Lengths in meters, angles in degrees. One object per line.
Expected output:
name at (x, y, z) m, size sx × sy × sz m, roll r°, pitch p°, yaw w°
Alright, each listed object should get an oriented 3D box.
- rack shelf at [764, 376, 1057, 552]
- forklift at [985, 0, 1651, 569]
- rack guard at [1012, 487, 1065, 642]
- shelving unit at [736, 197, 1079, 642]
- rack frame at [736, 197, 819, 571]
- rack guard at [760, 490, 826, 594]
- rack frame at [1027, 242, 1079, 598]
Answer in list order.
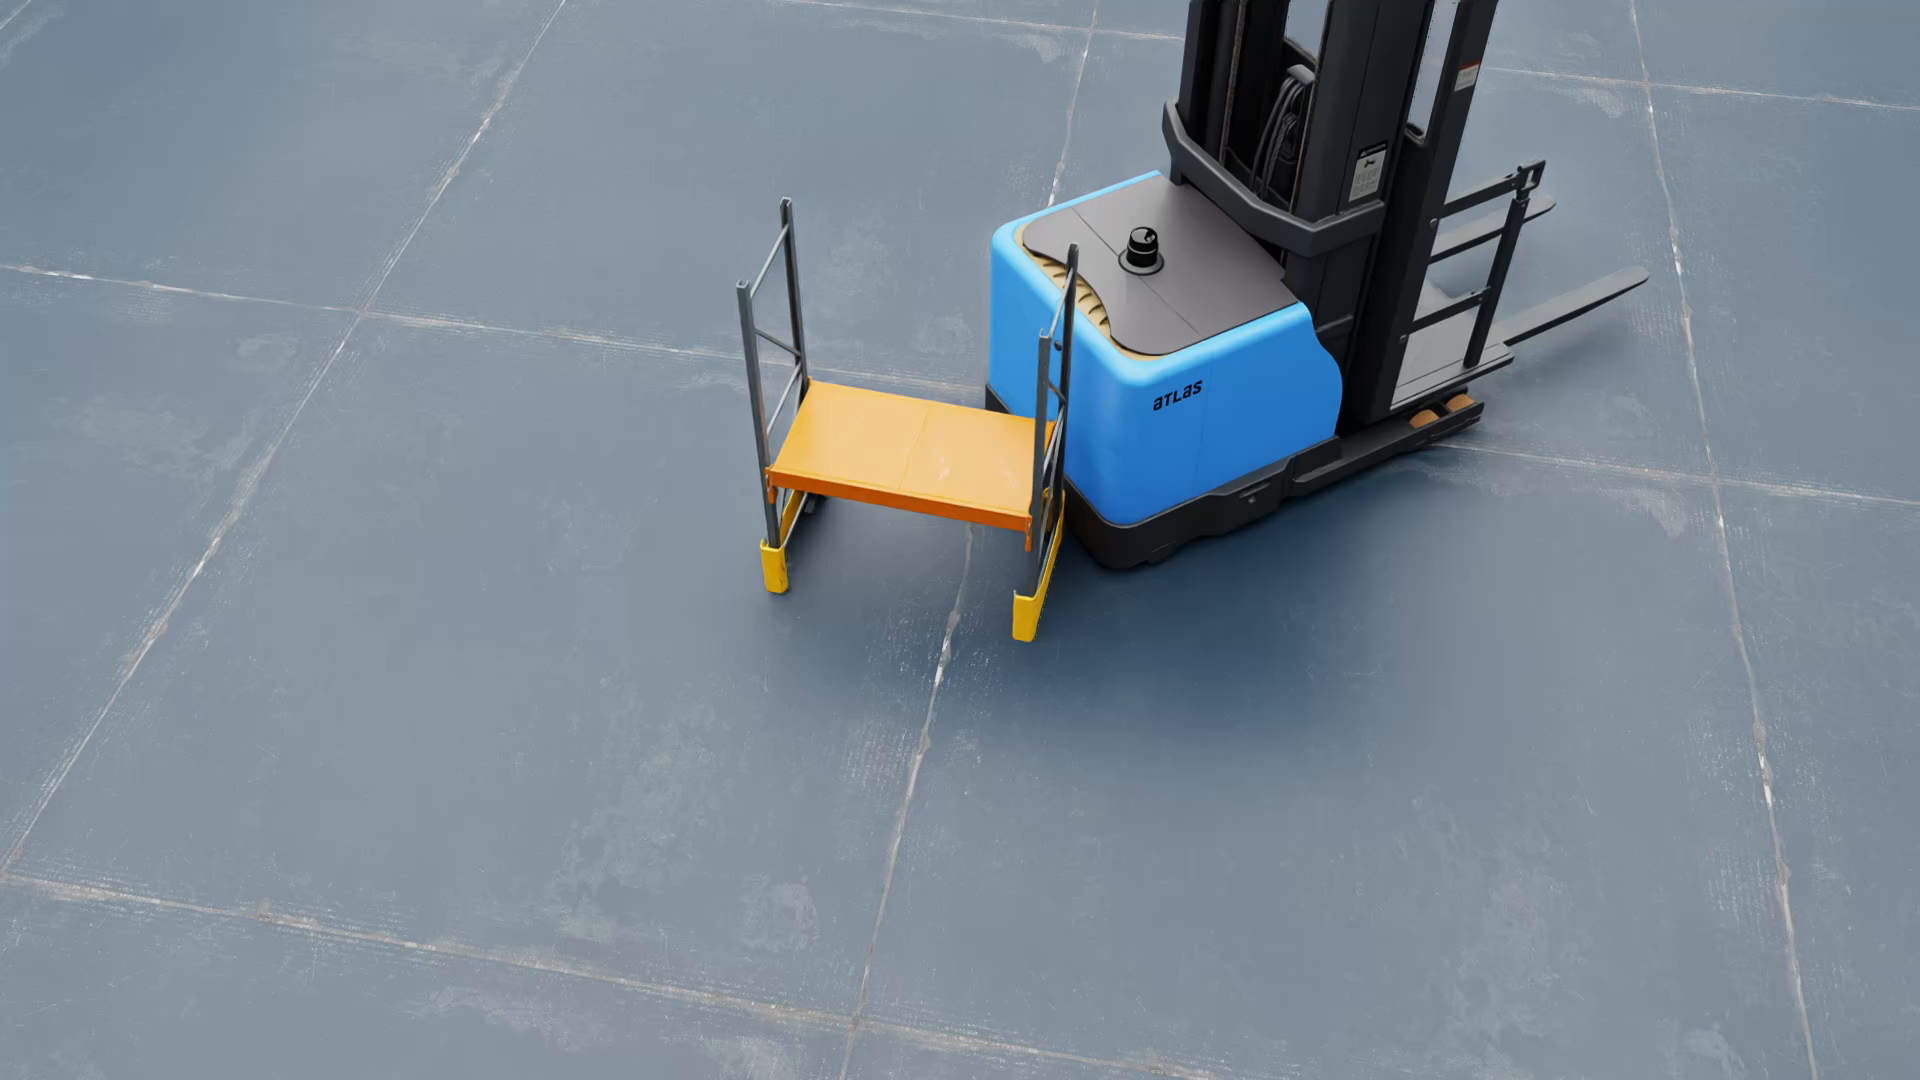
rack shelf at (-0.167, -0.294, 6.220) m, size 1.000 × 0.185 × 0.538 m, roll 11°, pitch 49°, yaw 9°
forklift at (1.641, -1.687, 6.268) m, size 3.031 × 2.935 × 1.130 m, roll -23°, pitch 52°, yaw -19°
rack guard at (0.308, 0.091, 6.472) m, size 0.087 × 0.250 × 0.587 m, roll 11°, pitch 49°, yaw 9°
shelving unit at (-0.175, -0.416, 6.088) m, size 1.083 × 1.500 × 0.587 m, roll 11°, pitch 49°, yaw 9°
rack frame at (-0.660, -0.507, 6.169) m, size 0.032 × 1.500 × 0.500 m, roll 11°, pitch 49°, yaw 9°
rack guard at (-0.658, -0.089, 6.634) m, size 0.087 × 0.250 × 0.587 m, roll 11°, pitch 49°, yaw 9°
rack frame at (0.327, -0.323, 6.004) m, size 0.032 × 1.500 × 0.500 m, roll 11°, pitch 49°, yaw 9°
